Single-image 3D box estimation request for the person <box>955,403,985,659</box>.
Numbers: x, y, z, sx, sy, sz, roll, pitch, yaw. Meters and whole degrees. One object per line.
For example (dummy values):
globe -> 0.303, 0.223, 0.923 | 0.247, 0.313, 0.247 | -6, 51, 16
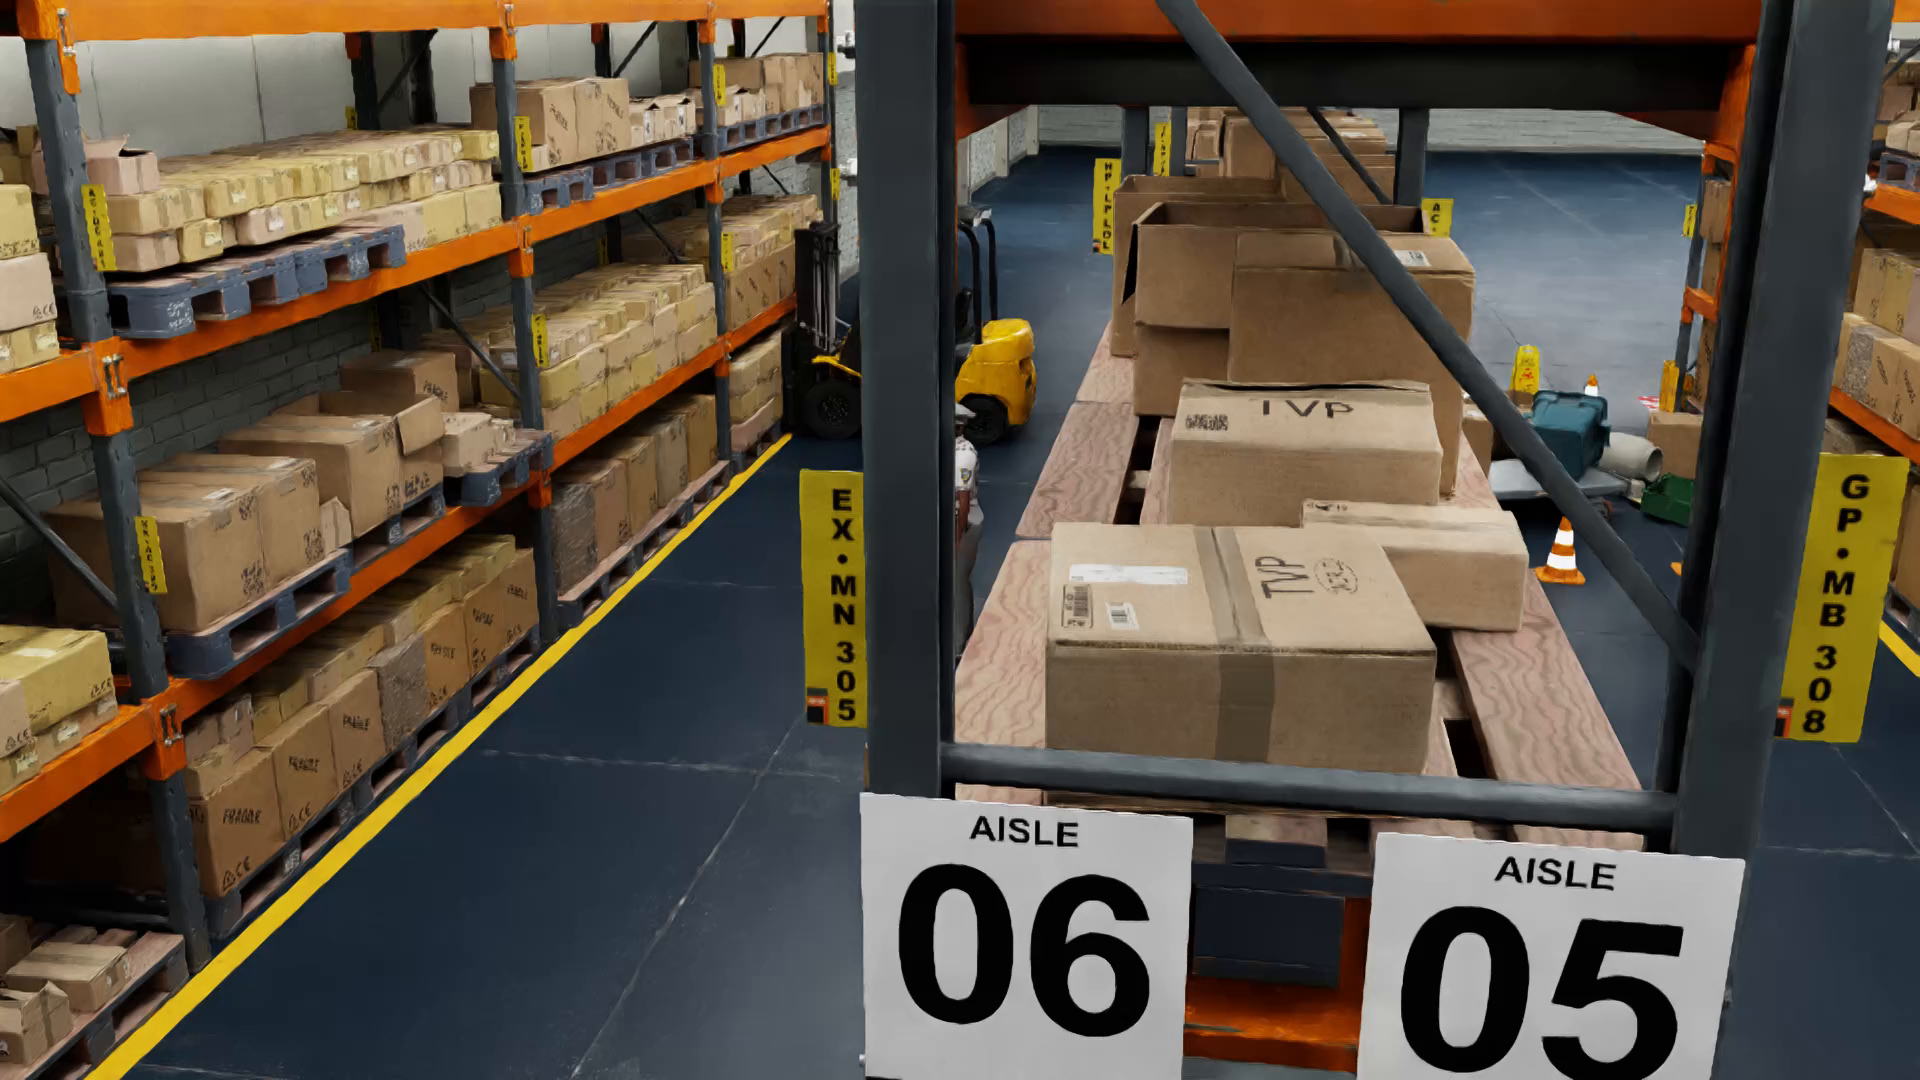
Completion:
person -> -0.080, -0.068, 10.659 | 0.438, 1.686, 0.538 | -5, 19, -16
